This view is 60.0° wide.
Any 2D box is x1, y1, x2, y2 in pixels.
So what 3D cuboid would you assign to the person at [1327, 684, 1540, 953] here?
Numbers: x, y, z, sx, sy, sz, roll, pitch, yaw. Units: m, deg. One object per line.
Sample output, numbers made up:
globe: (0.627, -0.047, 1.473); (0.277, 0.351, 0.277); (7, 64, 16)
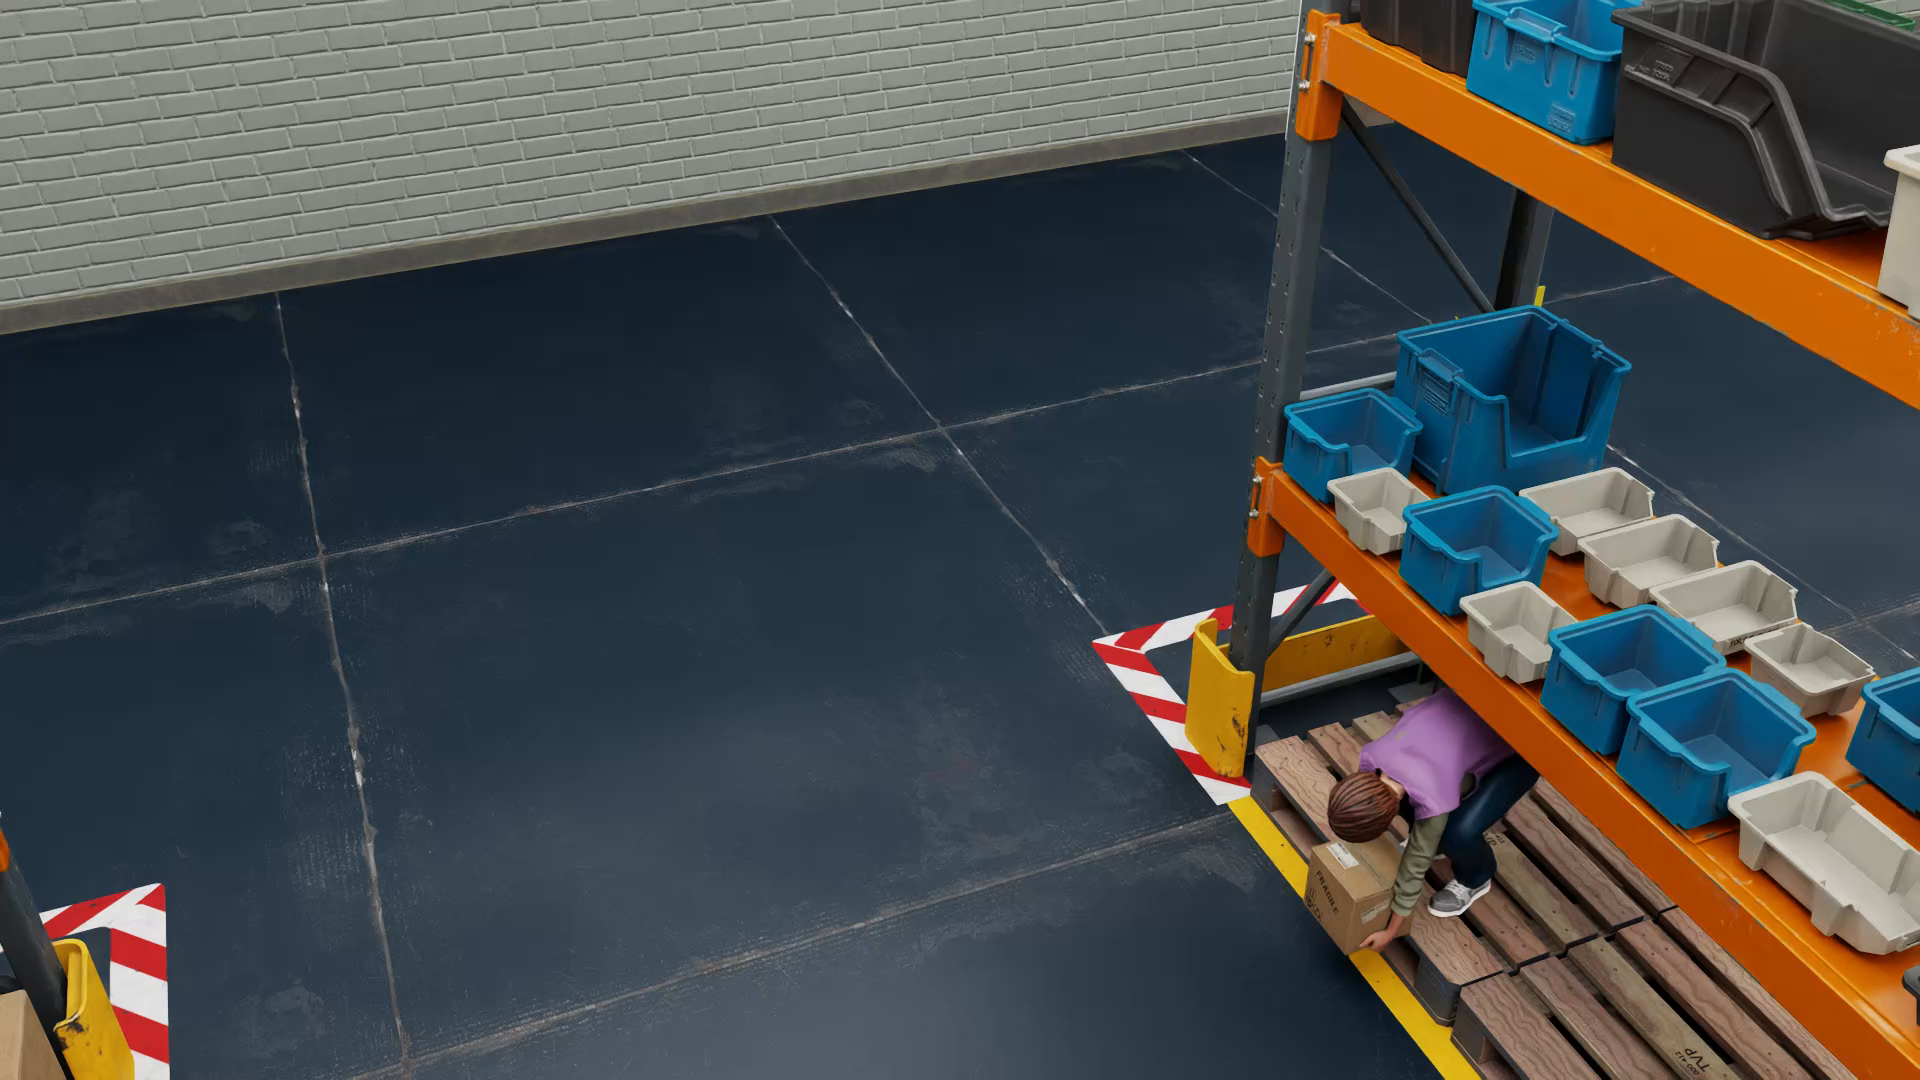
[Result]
person: (1.485, 0.851, 5.265); (0.866, 0.811, 0.423); (-18, 38, -25)
